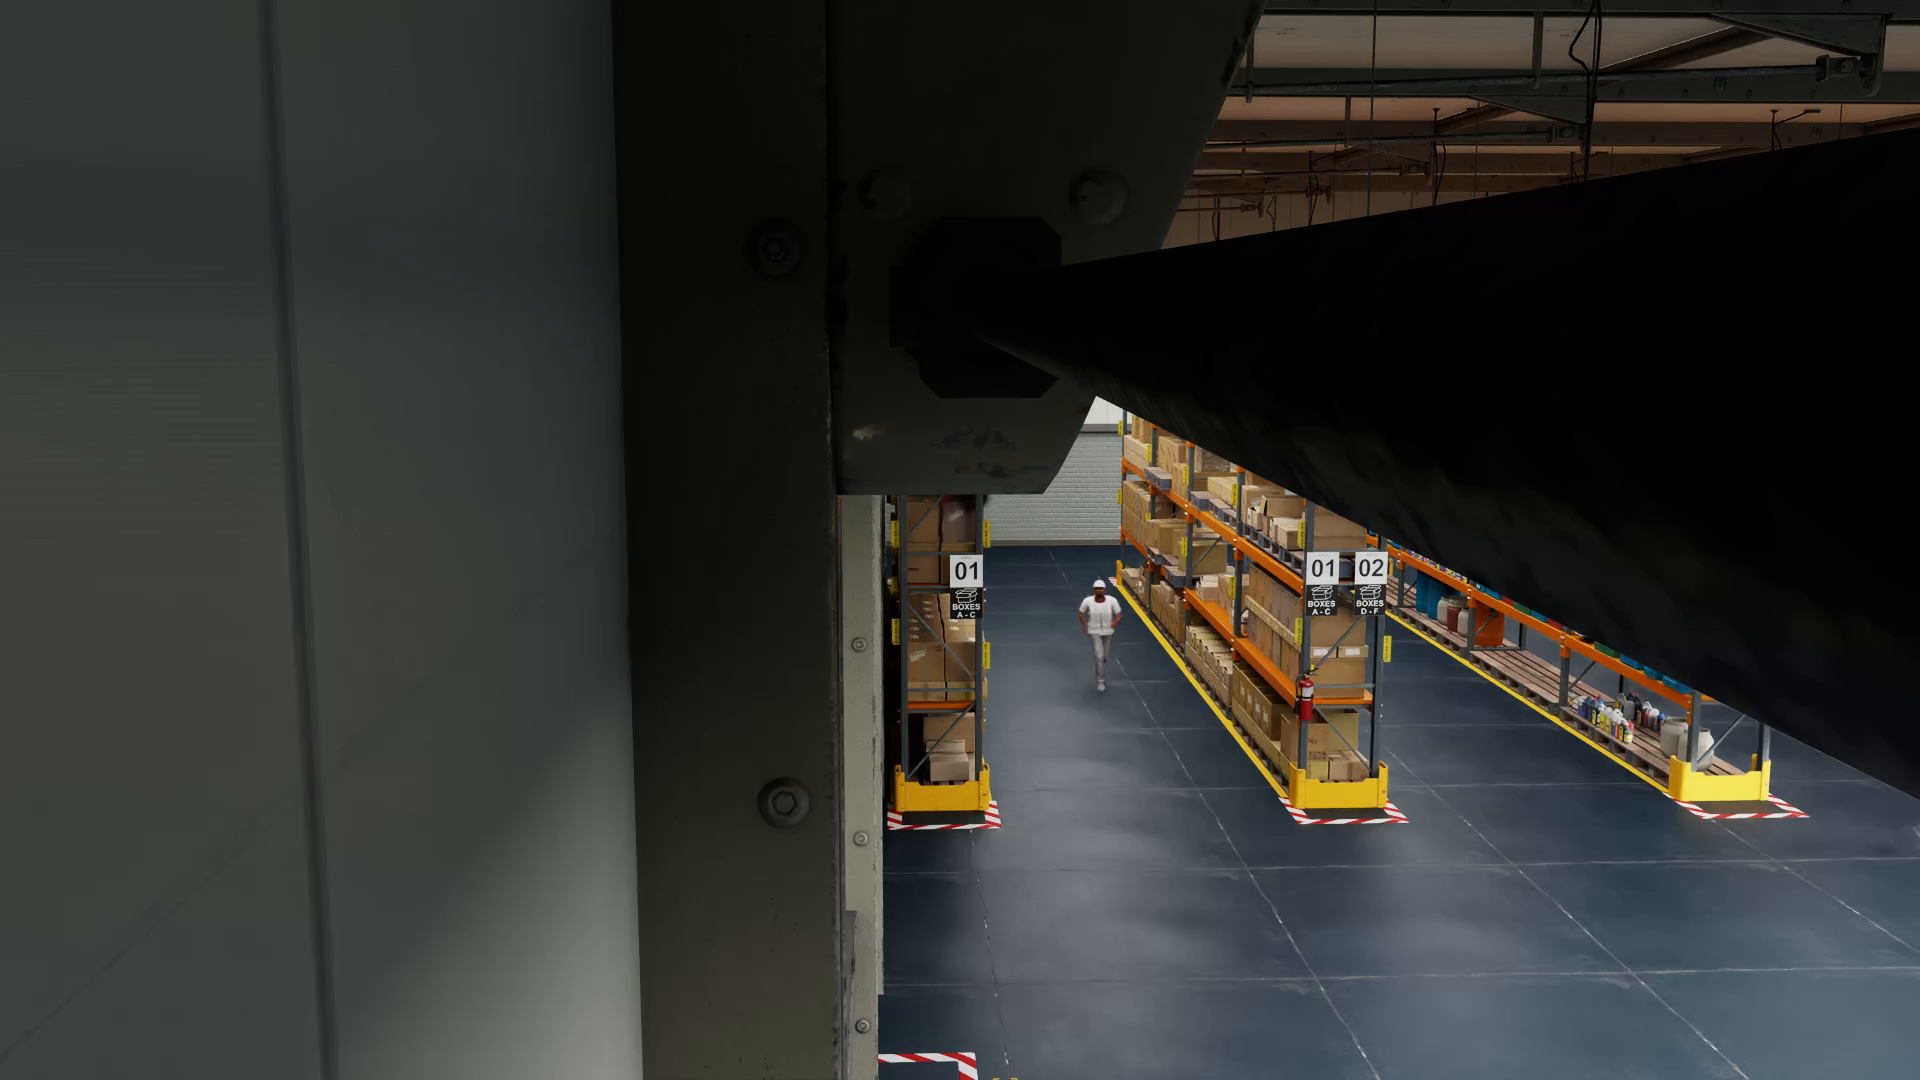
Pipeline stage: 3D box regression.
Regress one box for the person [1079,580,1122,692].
[{"bbox_3d":[2.280,1.511,26.936,0.690,1.763,0.823,0,8,-3],"label":"person"}]
